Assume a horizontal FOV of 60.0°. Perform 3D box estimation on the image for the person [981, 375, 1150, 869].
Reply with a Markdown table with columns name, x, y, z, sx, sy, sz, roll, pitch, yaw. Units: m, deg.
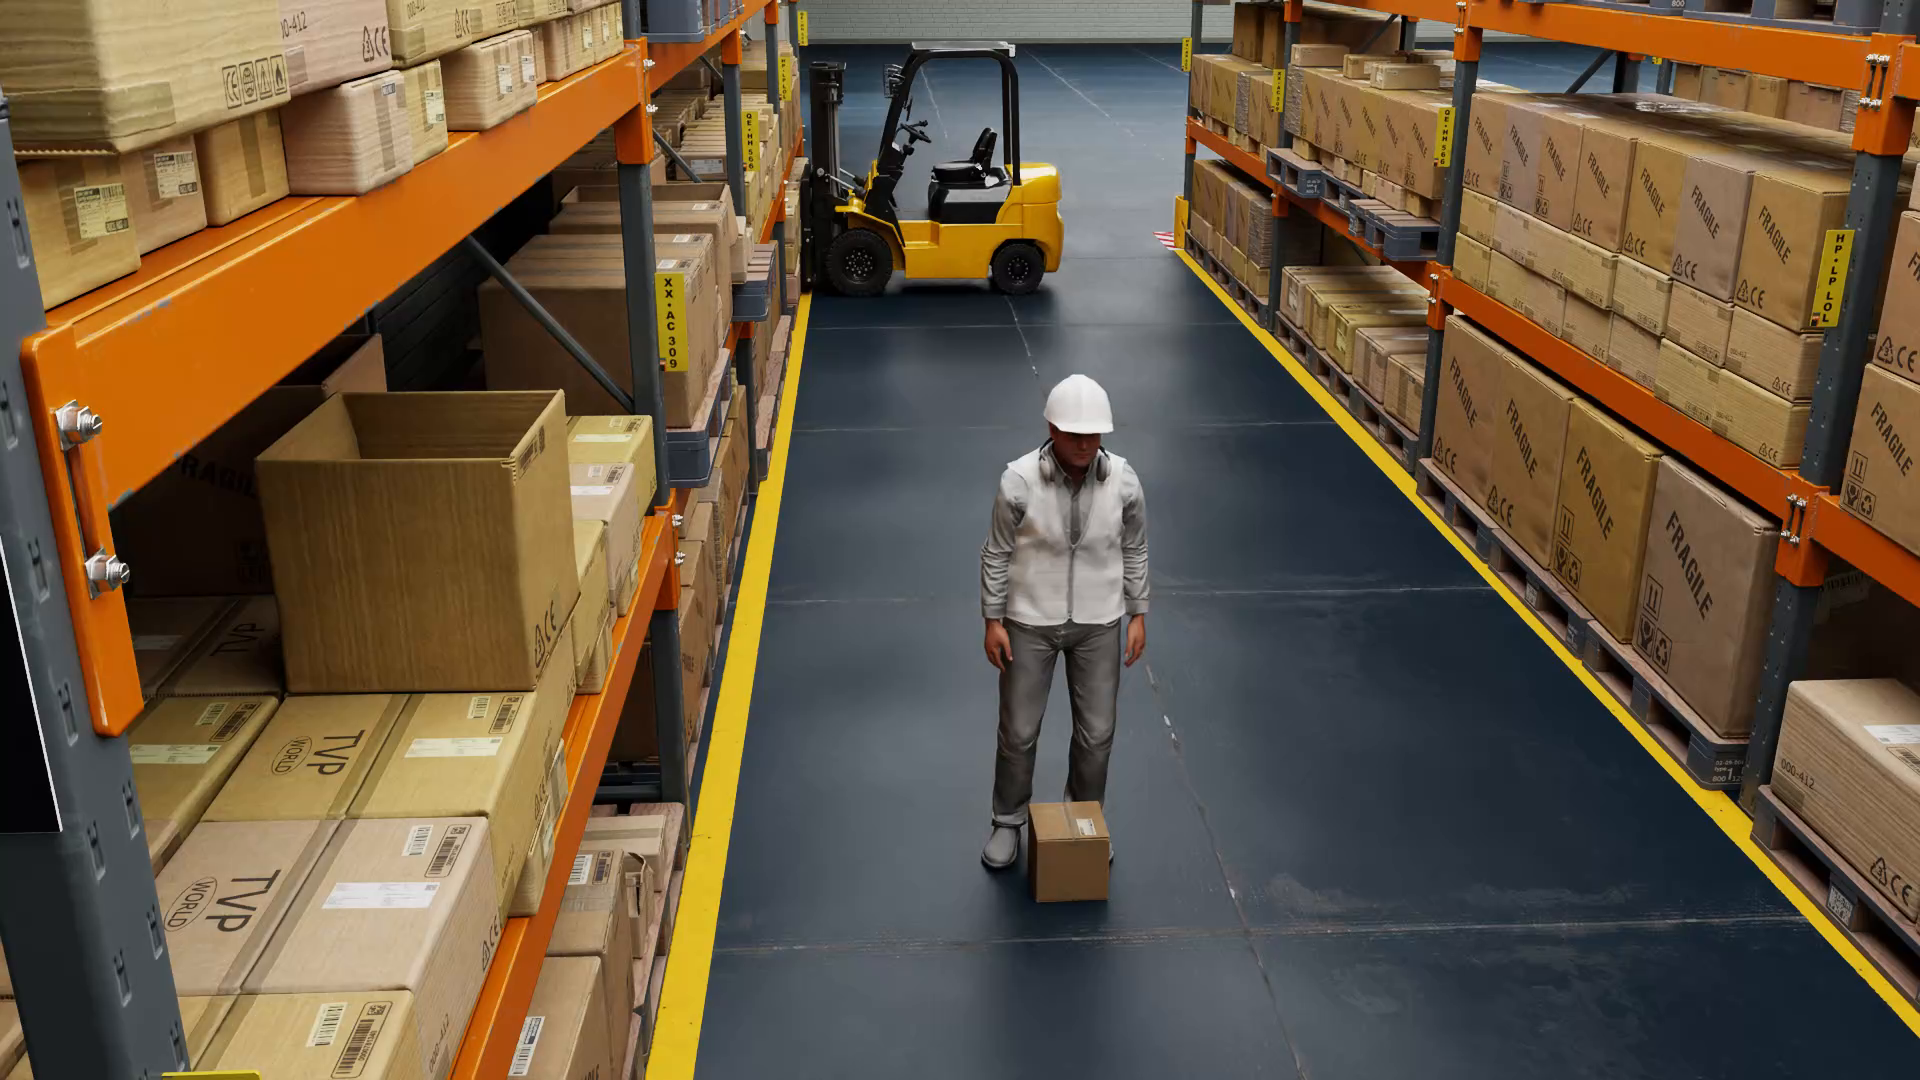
| name | x | y | z | sx | sy | sz | roll | pitch | yaw |
| --- | --- | --- | --- | --- | --- | --- | --- | --- | --- |
| person | 0.362 | 0.281 | 5.774 | 0.593 | 1.773 | 0.457 | -2 | 20 | -6 |
